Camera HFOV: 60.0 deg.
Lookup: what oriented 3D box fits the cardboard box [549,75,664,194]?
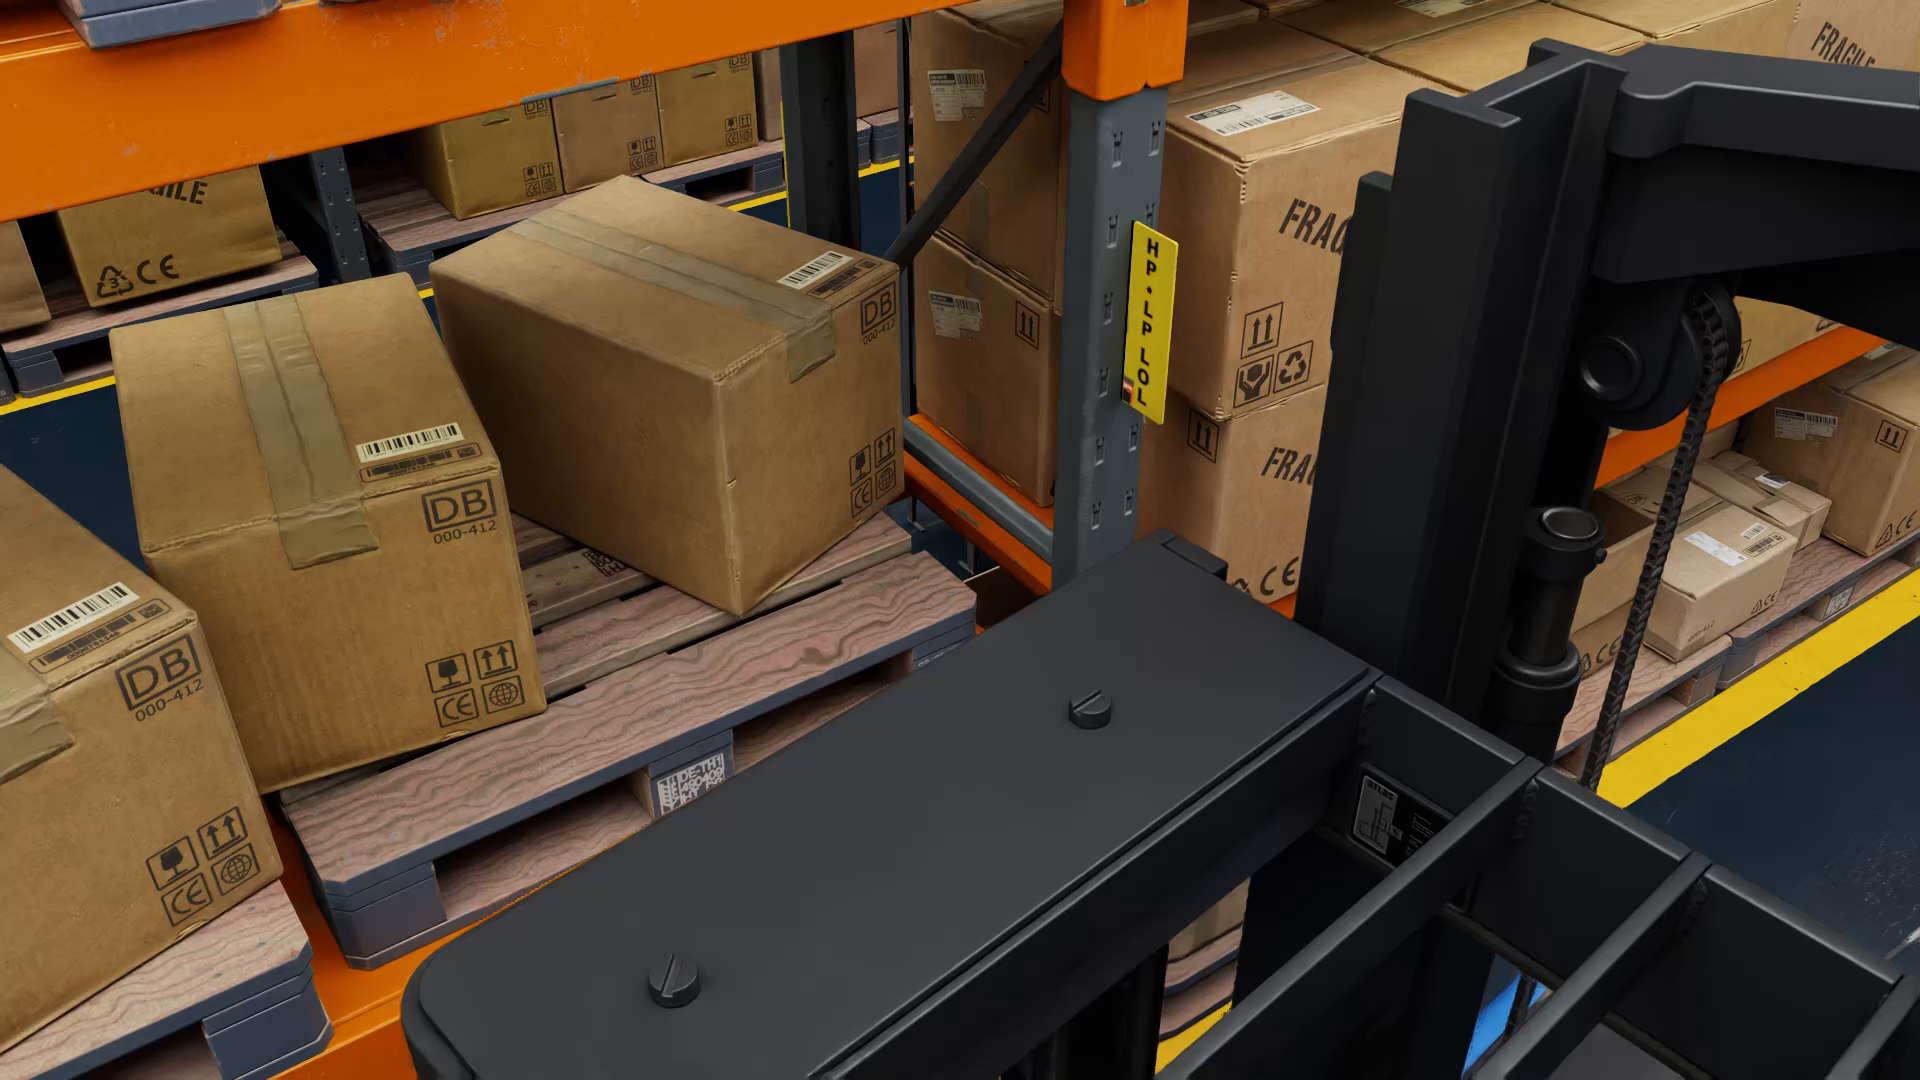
[{"bbox_3d":[-1.793,-2.027,7.780,0.500,0.500,0.700,-23,42,-28],"label":"cardboard box"}]

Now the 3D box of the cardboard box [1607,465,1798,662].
[{"bbox_3d":[2.154,0.060,5.076,0.500,0.250,0.500,-22,41,-28],"label":"cardboard box"}]

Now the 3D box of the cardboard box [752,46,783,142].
[{"bbox_3d":[-0.941,-2.381,8.273,0.500,0.500,0.700,-24,42,-29],"label":"cardboard box"}]

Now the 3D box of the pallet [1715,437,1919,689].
[{"bbox_3d":[2.537,-0.057,5.649,1.213,0.211,1.003,-22,41,-28],"label":"pallet"}]

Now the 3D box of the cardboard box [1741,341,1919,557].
[{"bbox_3d":[2.948,-0.347,5.427,0.500,0.500,0.500,-22,41,-28],"label":"cardboard box"}]

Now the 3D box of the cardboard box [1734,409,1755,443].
[{"bbox_3d":[2.710,-0.528,5.980,0.250,0.149,0.380,-22,41,-28],"label":"cardboard box"}]

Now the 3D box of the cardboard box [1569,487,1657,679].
[{"bbox_3d":[1.513,0.063,4.855,0.637,0.503,0.797,-22,41,-28],"label":"cardboard box"}]

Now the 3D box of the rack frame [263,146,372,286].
[{"bbox_3d":[-2.876,-2.501,6.658,0.127,3.000,1.000,-22,41,-28],"label":"rack frame"}]

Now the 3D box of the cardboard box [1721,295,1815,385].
[{"bbox_3d":[1.796,-0.733,4.114,0.500,0.500,0.500,-23,42,-28],"label":"cardboard box"}]

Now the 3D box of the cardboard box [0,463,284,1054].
[{"bbox_3d":[-1.428,0.275,2.354,0.700,0.500,0.500,26,43,32],"label":"cardboard box"}]

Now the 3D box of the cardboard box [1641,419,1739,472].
[{"bbox_3d":[2.234,-0.330,5.618,0.500,0.250,0.500,-22,41,-28],"label":"cardboard box"}]

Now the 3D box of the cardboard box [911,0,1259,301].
[{"bbox_3d":[0.245,-0.878,3.460,0.500,0.500,0.500,-22,41,-28],"label":"cardboard box"}]

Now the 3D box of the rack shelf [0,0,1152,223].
[{"bbox_3d":[-1.654,-0.391,1.772,4.000,0.370,1.077,-22,41,-28],"label":"rack shelf"}]

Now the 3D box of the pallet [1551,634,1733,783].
[{"bbox_3d":[1.541,0.351,5.081,1.213,0.211,1.003,-22,41,-28],"label":"pallet"}]

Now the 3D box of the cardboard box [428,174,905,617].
[{"bbox_3d":[-0.536,-0.296,3.148,0.700,0.500,0.500,22,41,28],"label":"cardboard box"}]

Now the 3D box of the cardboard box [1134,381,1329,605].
[{"bbox_3d":[0.554,-0.220,3.401,0.500,0.500,0.500,-21,41,-27],"label":"cardboard box"}]

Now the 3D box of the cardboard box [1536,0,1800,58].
[{"bbox_3d":[1.370,-0.955,3.567,0.500,0.500,0.500,-24,42,-29],"label":"cardboard box"}]

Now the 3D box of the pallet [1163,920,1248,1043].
[{"bbox_3d":[0.542,0.764,4.508,1.213,0.211,1.003,-22,41,-28],"label":"pallet"}]

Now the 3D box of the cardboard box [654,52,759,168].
[{"bbox_3d":[-1.373,-2.198,8.019,0.500,0.500,0.700,-21,41,-27],"label":"cardboard box"}]

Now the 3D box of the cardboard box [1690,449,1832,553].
[{"bbox_3d":[2.565,-0.118,5.395,0.250,0.166,0.380,-22,41,-28],"label":"cardboard box"}]

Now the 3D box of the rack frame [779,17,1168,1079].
[{"bbox_3d":[-0.019,-0.138,3.373,0.127,3.000,1.000,-22,41,-28],"label":"rack frame"}]

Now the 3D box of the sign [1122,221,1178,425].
[{"bbox_3d":[0.303,-0.344,2.668,0.005,0.325,0.100,-22,41,-28],"label":"sign"}]

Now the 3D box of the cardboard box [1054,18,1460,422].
[{"bbox_3d":[0.528,-0.609,3.085,0.500,0.500,0.500,-21,41,-27],"label":"cardboard box"}]

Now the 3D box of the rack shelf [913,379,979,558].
[{"bbox_3d":[0.135,-0.329,5.631,0.480,0.518,0.431,-22,41,-28],"label":"rack shelf"}]

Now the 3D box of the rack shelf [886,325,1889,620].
[{"bbox_3d":[1.615,-0.519,4.518,4.000,0.370,1.077,-22,41,-28],"label":"rack shelf"}]

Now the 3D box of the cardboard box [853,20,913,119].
[{"bbox_3d":[-0.530,-2.550,8.508,0.500,0.500,0.700,-22,41,-28],"label":"cardboard box"}]

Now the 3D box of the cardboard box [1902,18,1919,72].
[{"bbox_3d":[2.211,-1.302,4.049,0.500,0.500,0.500,-21,41,-27],"label":"cardboard box"}]

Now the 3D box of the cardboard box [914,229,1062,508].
[{"bbox_3d":[0.241,-0.469,3.748,0.500,0.500,0.500,-22,41,-27],"label":"cardboard box"}]

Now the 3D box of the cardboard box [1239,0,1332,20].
[{"bbox_3d":[0.662,-1.052,3.701,0.500,0.500,0.500,-23,42,-29],"label":"cardboard box"}]

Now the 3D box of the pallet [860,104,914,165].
[{"bbox_3d":[-0.215,-2.408,8.917,1.213,0.211,1.003,-22,41,-28],"label":"pallet"}]

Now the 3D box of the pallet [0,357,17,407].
[{"bbox_3d":[-4.462,-0.661,6.488,1.213,0.211,1.003,-22,41,-28],"label":"pallet"}]

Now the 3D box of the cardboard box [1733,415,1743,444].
[{"bbox_3d":[2.506,-0.451,5.858,0.250,0.166,0.380,-22,41,-28],"label":"cardboard box"}]

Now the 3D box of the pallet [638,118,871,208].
[{"bbox_3d":[-1.211,-2.000,8.350,1.213,0.211,1.003,-22,41,-28],"label":"pallet"}]

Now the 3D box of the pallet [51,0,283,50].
[{"bbox_3d":[-1.439,-0.743,1.806,1.003,0.211,1.213,-22,41,-28],"label":"pallet"}]

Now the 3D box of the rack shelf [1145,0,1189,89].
[{"bbox_3d":[1.615,-1.736,3.642,4.000,0.370,1.077,-22,41,-28],"label":"rack shelf"}]

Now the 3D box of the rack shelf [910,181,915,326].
[{"bbox_3d":[0.135,-0.897,5.222,0.480,0.518,0.431,-22,41,-28],"label":"rack shelf"}]

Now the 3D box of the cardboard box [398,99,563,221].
[{"bbox_3d":[-2.206,-1.859,7.547,0.500,0.500,0.700,-22,41,-27],"label":"cardboard box"}]

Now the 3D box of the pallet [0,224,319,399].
[{"bbox_3d":[-3.464,-1.073,7.062,1.213,0.211,1.003,-22,41,-28],"label":"pallet"}]

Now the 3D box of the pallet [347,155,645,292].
[{"bbox_3d":[-2.210,-1.587,7.776,1.213,0.211,1.003,-22,41,-28],"label":"pallet"}]

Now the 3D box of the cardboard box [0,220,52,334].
[{"bbox_3d":[-4.057,-1.218,6.355,0.750,0.750,0.750,-21,41,-27],"label":"cardboard box"}]

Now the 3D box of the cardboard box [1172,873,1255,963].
[{"bbox_3d":[0.448,0.737,4.082,0.500,0.311,0.500,-22,41,-28],"label":"cardboard box"}]

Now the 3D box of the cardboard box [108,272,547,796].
[{"bbox_3d":[-1.061,-0.035,2.784,0.500,0.500,0.700,-16,39,-21],"label":"cardboard box"}]

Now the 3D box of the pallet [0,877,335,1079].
[{"bbox_3d":[-1.702,0.629,2.471,1.213,0.211,1.003,-22,41,-28],"label":"pallet"}]

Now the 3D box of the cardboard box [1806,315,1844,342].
[{"bbox_3d":[2.208,-0.902,4.350,0.500,0.500,0.500,-22,41,-28],"label":"cardboard box"}]

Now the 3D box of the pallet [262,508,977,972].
[{"bbox_3d":[-0.736,0.157,3.128,1.213,0.211,1.003,-22,41,-28],"label":"pallet"}]

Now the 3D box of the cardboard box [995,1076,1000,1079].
[{"bbox_3d":[-0.258,1.001,3.553,0.500,0.500,0.500,-23,41,-28],"label":"cardboard box"}]

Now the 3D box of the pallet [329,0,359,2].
[{"bbox_3d":[-0.593,-1.094,2.293,1.003,0.211,1.213,-22,41,-28],"label":"pallet"}]

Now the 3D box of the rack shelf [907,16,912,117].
[{"bbox_3d":[0.135,-1.465,4.814,0.480,0.518,0.431,-22,41,-28],"label":"rack shelf"}]

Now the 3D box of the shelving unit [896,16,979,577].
[{"bbox_3d":[0.135,-0.908,5.214,0.503,2.100,0.431,-22,41,-28],"label":"shelving unit"}]

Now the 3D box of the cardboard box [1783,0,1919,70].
[{"bbox_3d":[1.791,-1.129,3.809,0.500,0.500,0.500,-21,41,-27],"label":"cardboard box"}]

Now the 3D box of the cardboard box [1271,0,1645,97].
[{"bbox_3d":[0.949,-0.782,3.327,0.500,0.500,0.500,-24,42,-29],"label":"cardboard box"}]

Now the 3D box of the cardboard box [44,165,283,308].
[{"bbox_3d":[-3.333,-1.518,6.773,0.750,0.750,0.750,-22,41,-27],"label":"cardboard box"}]

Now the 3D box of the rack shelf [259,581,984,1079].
[{"bbox_3d":[-1.654,0.827,2.647,4.000,0.370,1.077,-22,41,-28],"label":"rack shelf"}]

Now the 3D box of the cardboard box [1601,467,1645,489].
[{"bbox_3d":[1.825,-0.162,5.384,0.500,0.250,0.500,-22,41,-28],"label":"cardboard box"}]

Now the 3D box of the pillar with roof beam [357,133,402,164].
[{"bbox_3d":[-0.322,-3.530,2.951,0.400,9.000,9.100,-22,41,-28],"label":"pillar with roof beam"}]

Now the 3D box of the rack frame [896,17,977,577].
[{"bbox_3d":[-0.064,-0.826,5.100,0.015,2.100,0.400,-22,41,-28],"label":"rack frame"}]

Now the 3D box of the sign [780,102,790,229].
[{"bbox_3d":[-0.338,-0.746,3.476,0.005,0.325,0.100,-22,41,-28],"label":"sign"}]

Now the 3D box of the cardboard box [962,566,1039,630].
[{"bbox_3d":[0.283,0.371,4.429,0.500,0.500,0.500,-22,41,-28],"label":"cardboard box"}]

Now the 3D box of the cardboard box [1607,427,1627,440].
[{"bbox_3d":[1.381,-0.561,3.875,0.500,0.500,0.500,-23,41,-28],"label":"cardboard box"}]
